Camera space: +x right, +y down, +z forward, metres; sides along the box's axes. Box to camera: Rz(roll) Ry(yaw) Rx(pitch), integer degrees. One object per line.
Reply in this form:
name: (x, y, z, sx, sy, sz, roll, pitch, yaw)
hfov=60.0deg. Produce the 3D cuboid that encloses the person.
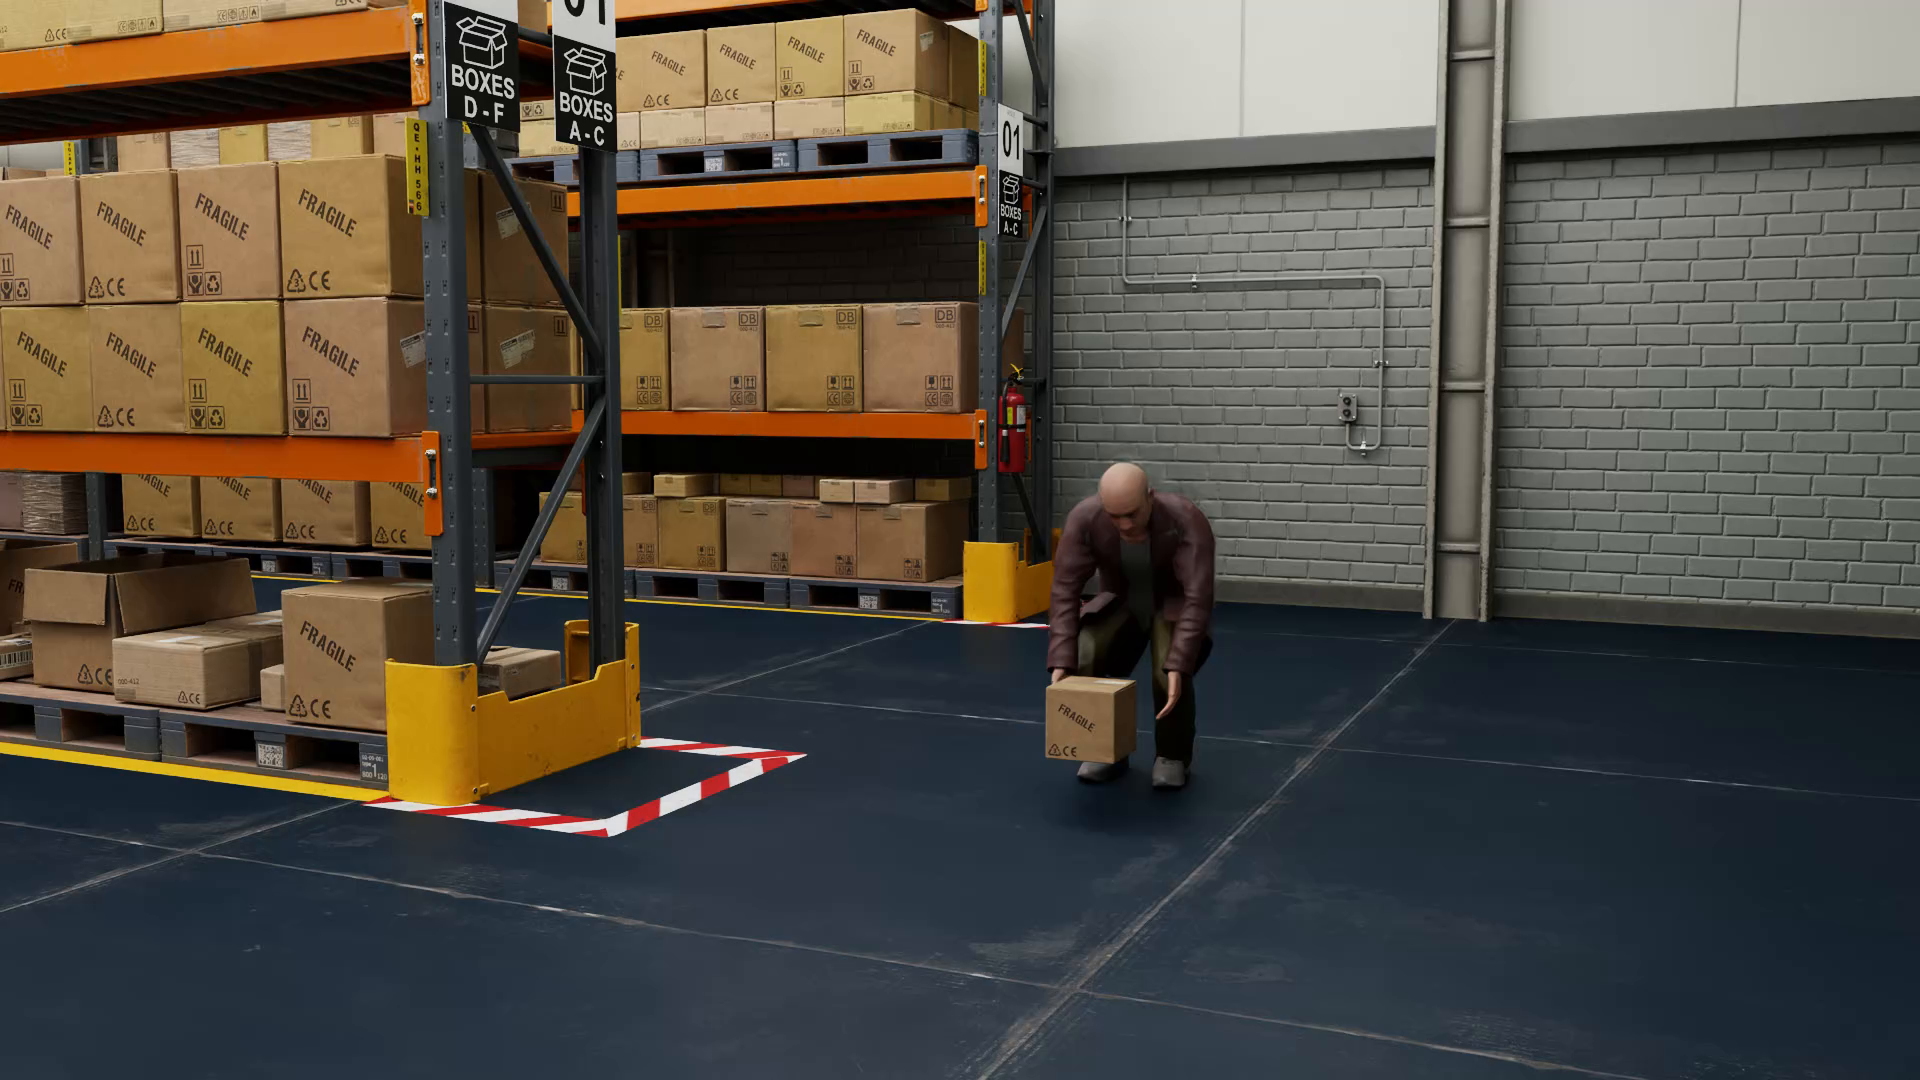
person: (0.676, 0.314, 6.193, 0.629, 1.207, 0.809, 2, 6, 23)
